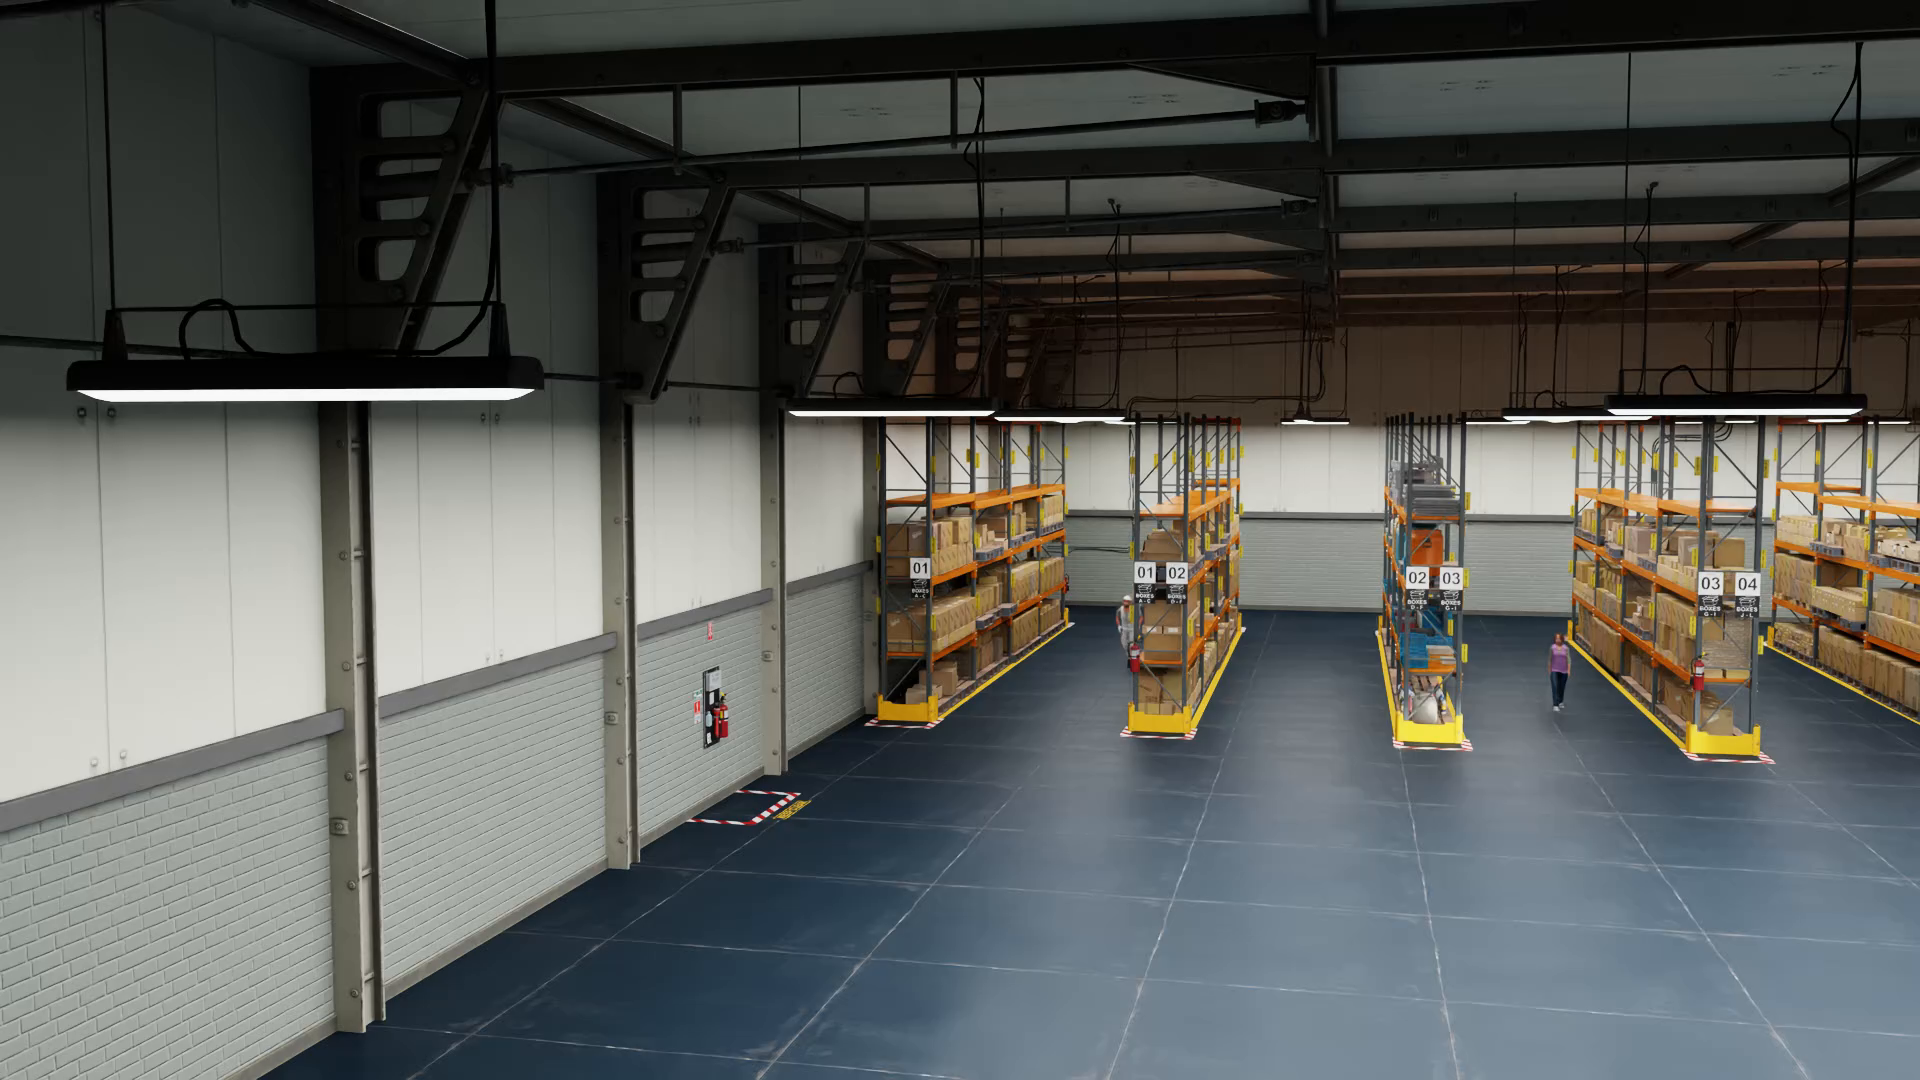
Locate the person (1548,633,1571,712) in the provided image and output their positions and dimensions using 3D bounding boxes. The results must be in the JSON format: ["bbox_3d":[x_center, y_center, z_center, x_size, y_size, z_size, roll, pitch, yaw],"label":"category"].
[{"bbox_3d":[12.093,2.657,33.521,0.432,1.552,0.903,1,4,16],"label":"person"}]

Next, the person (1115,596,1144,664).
[{"bbox_3d":[4.093,2.170,40.141,0.693,1.689,0.616,2,4,21],"label":"person"}]
